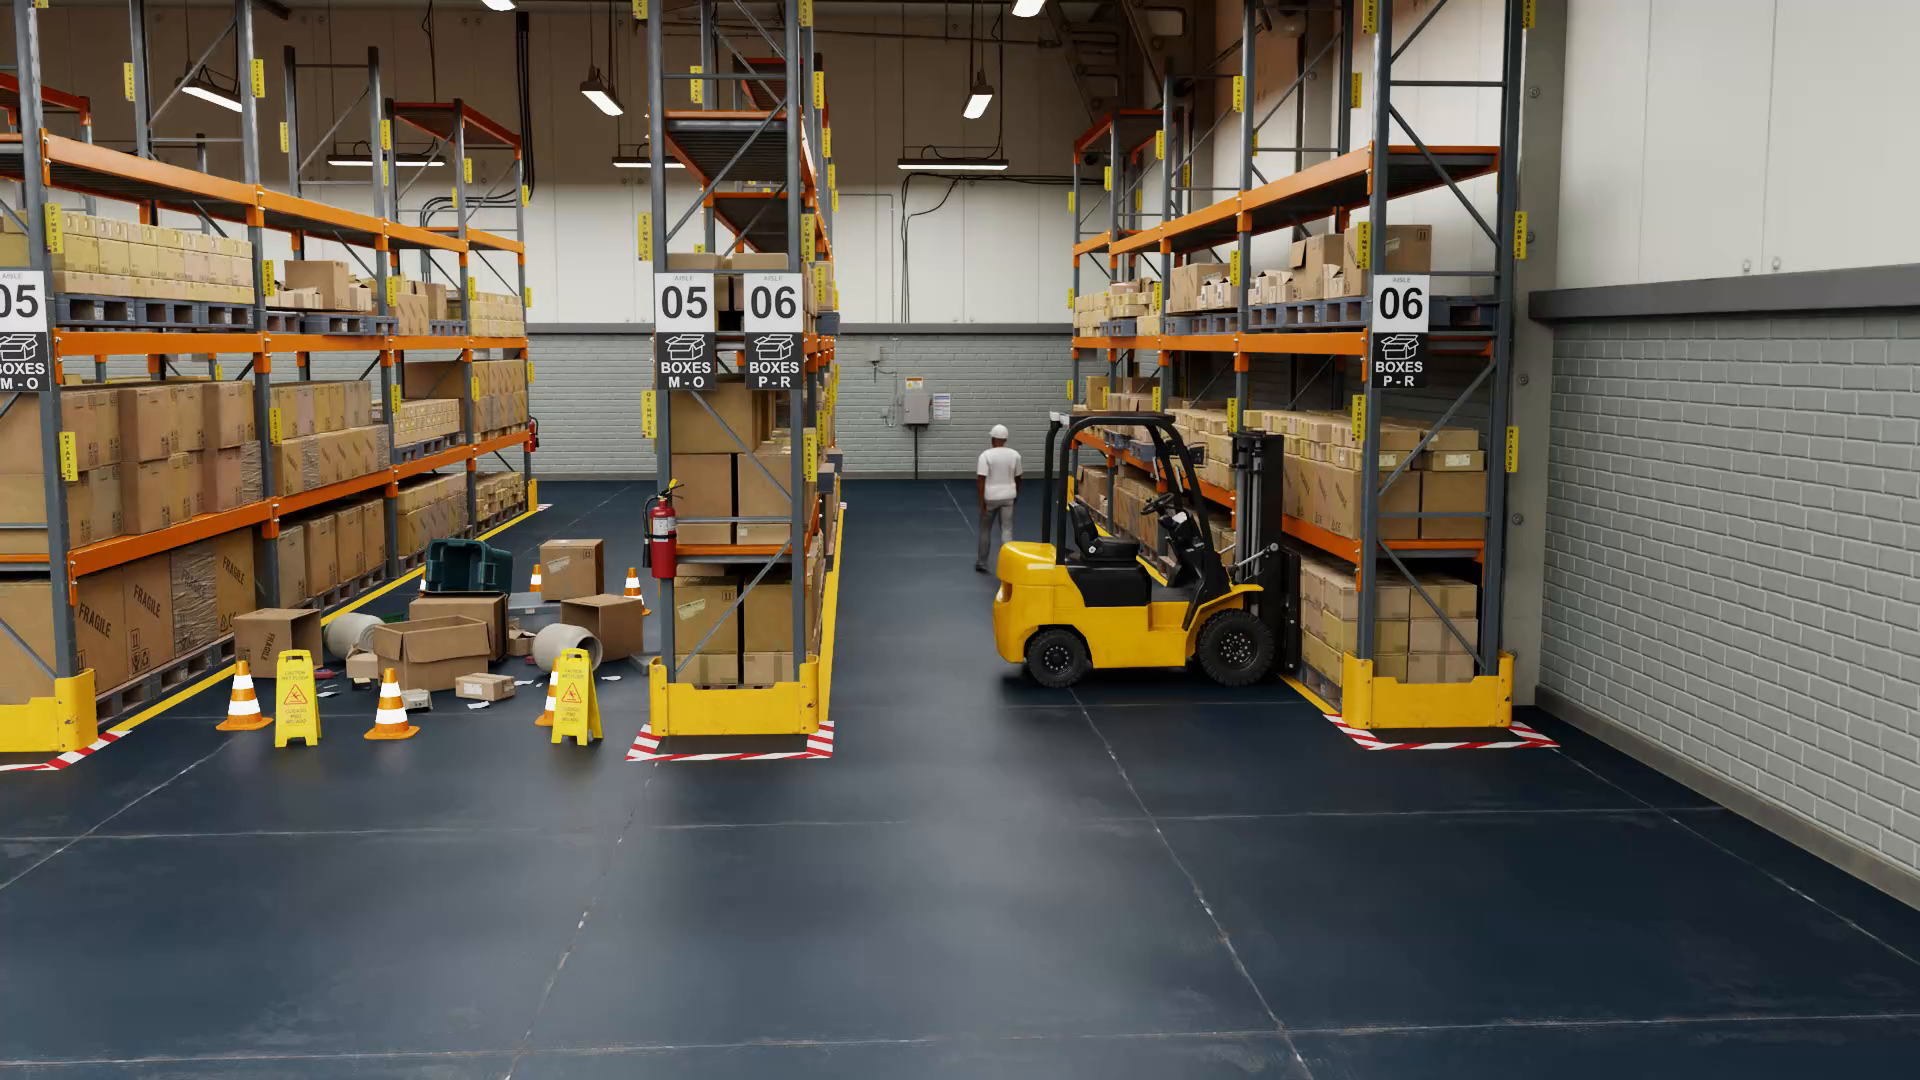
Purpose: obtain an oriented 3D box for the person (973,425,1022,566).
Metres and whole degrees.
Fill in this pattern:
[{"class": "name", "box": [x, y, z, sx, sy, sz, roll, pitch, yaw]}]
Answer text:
[{"class": "person", "box": [0.444, -0.512, 19.792, 0.567, 1.726, 0.920, -1, 7, -9]}]
